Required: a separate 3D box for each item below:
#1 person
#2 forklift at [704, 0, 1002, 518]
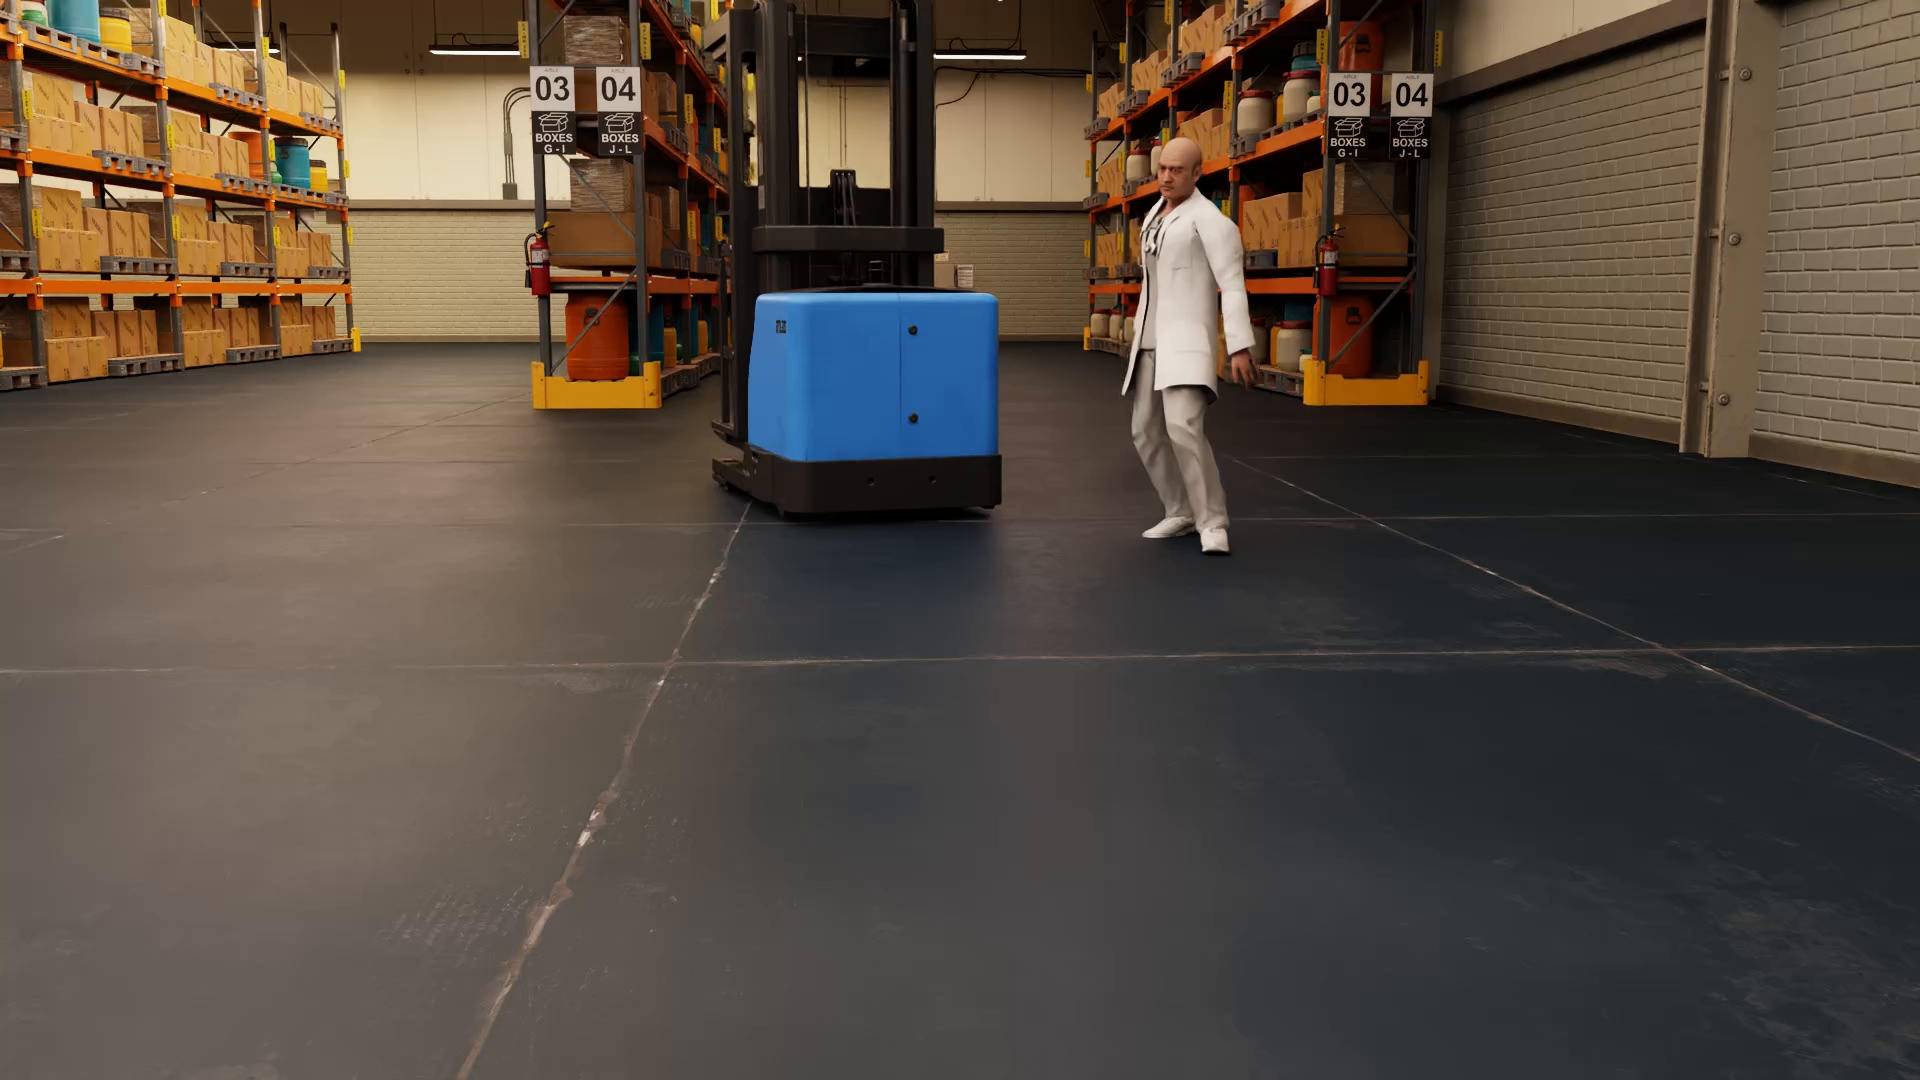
[{"bbox_3d":[0.974,-0.835,7.191,0.509,1.753,0.930,-4,9,-23],"label":"person"},{"bbox_3d":[-0.750,-1.732,8.993,1.130,2.935,3.031,-3,9,-18],"label":"forklift"}]
